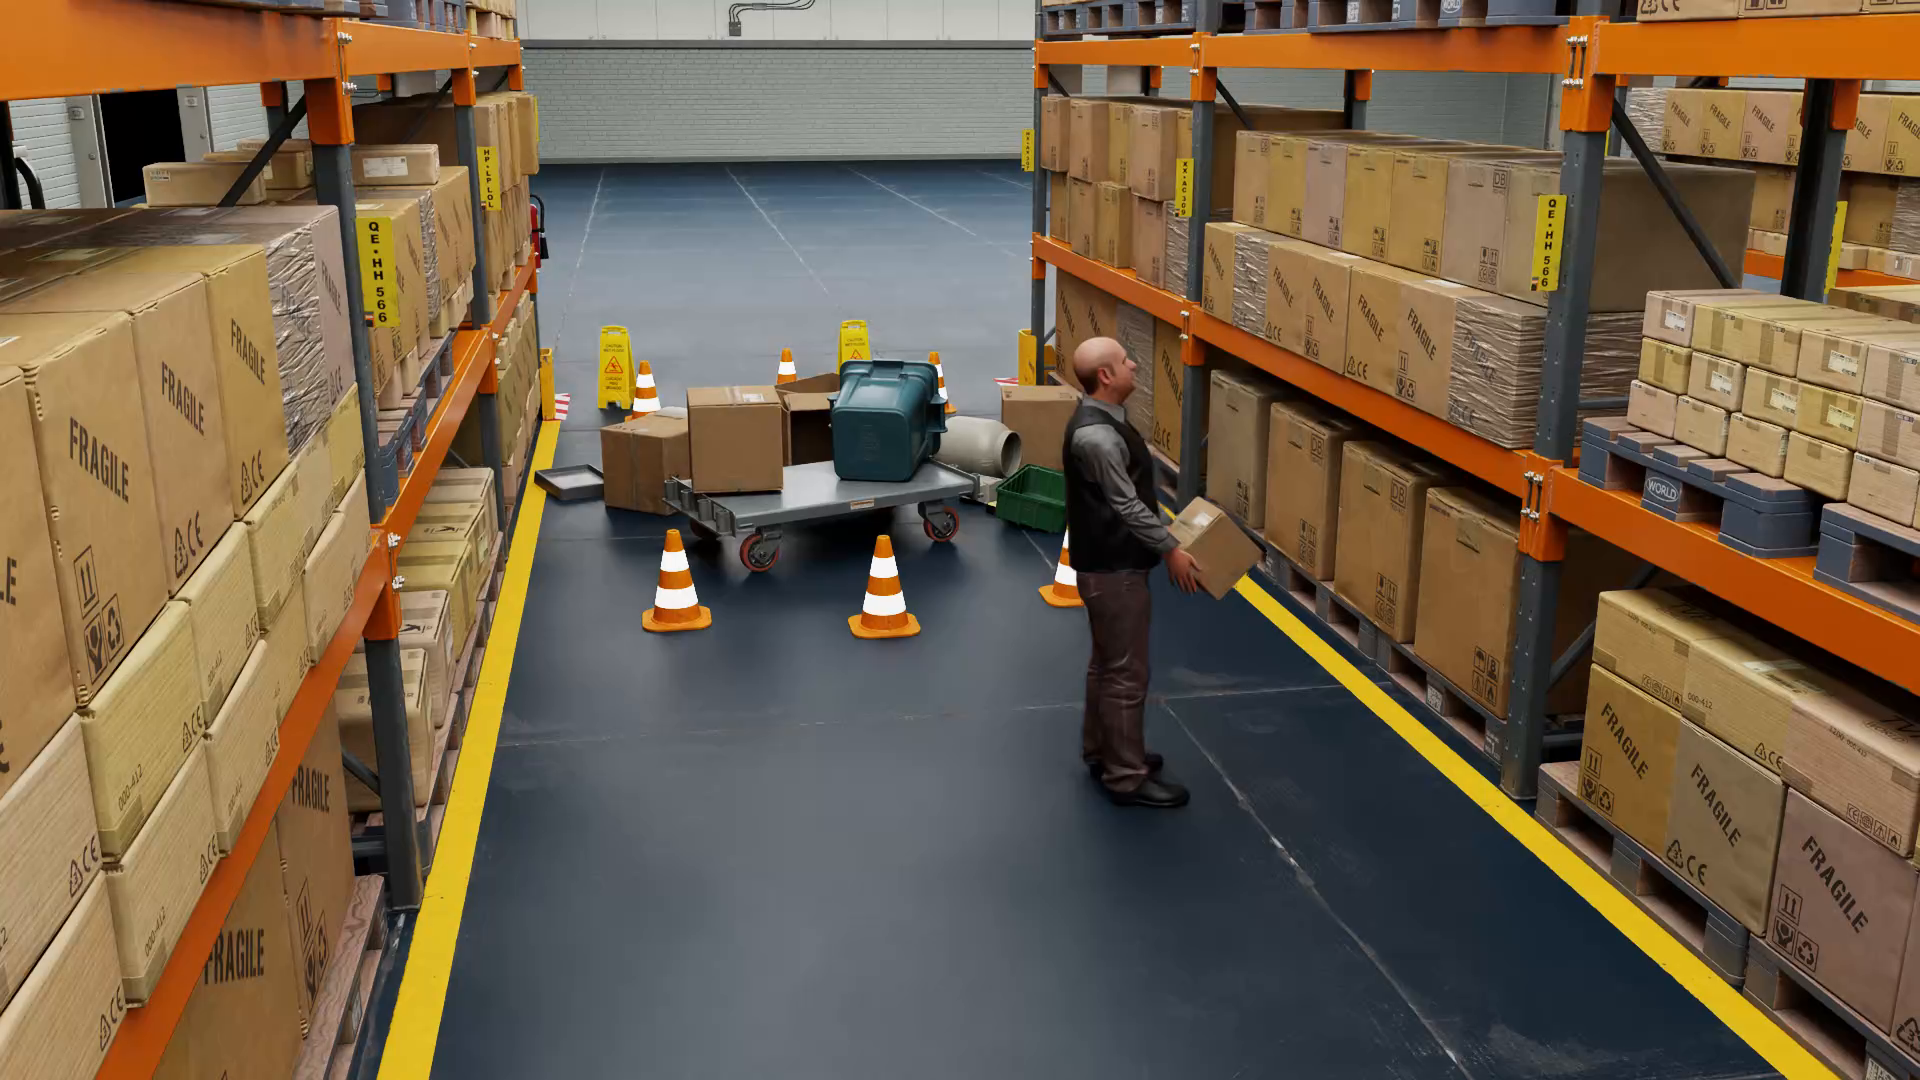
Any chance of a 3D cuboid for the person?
[{"bbox_3d":[0.638,0.104,6.214,0.521,1.726,0.516,1,16,4],"label":"person"}]
